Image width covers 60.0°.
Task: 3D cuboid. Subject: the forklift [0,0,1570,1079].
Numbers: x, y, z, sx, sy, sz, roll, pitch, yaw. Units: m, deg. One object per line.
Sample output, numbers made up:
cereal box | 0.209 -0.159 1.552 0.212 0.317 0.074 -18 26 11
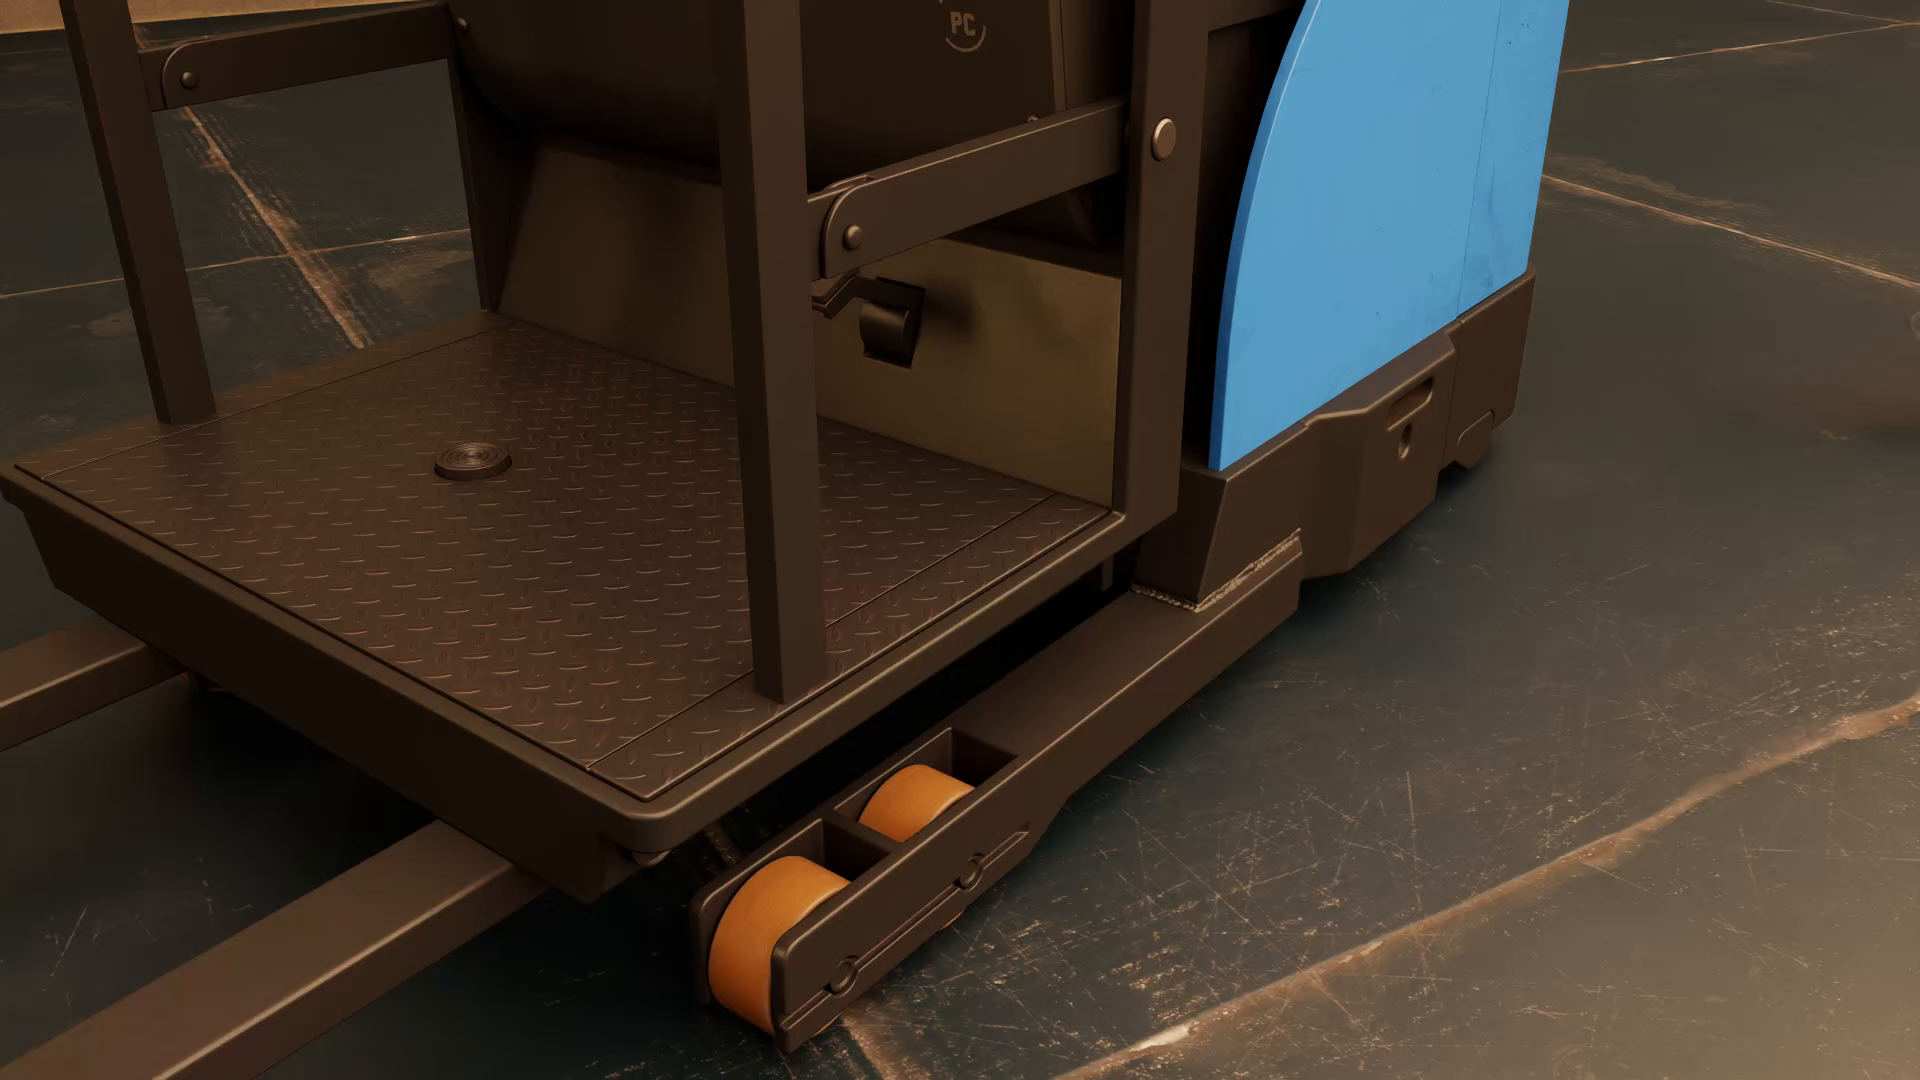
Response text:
forklift | -0.375 -1.090 1.409 1.130 2.935 3.031 19 33 33
